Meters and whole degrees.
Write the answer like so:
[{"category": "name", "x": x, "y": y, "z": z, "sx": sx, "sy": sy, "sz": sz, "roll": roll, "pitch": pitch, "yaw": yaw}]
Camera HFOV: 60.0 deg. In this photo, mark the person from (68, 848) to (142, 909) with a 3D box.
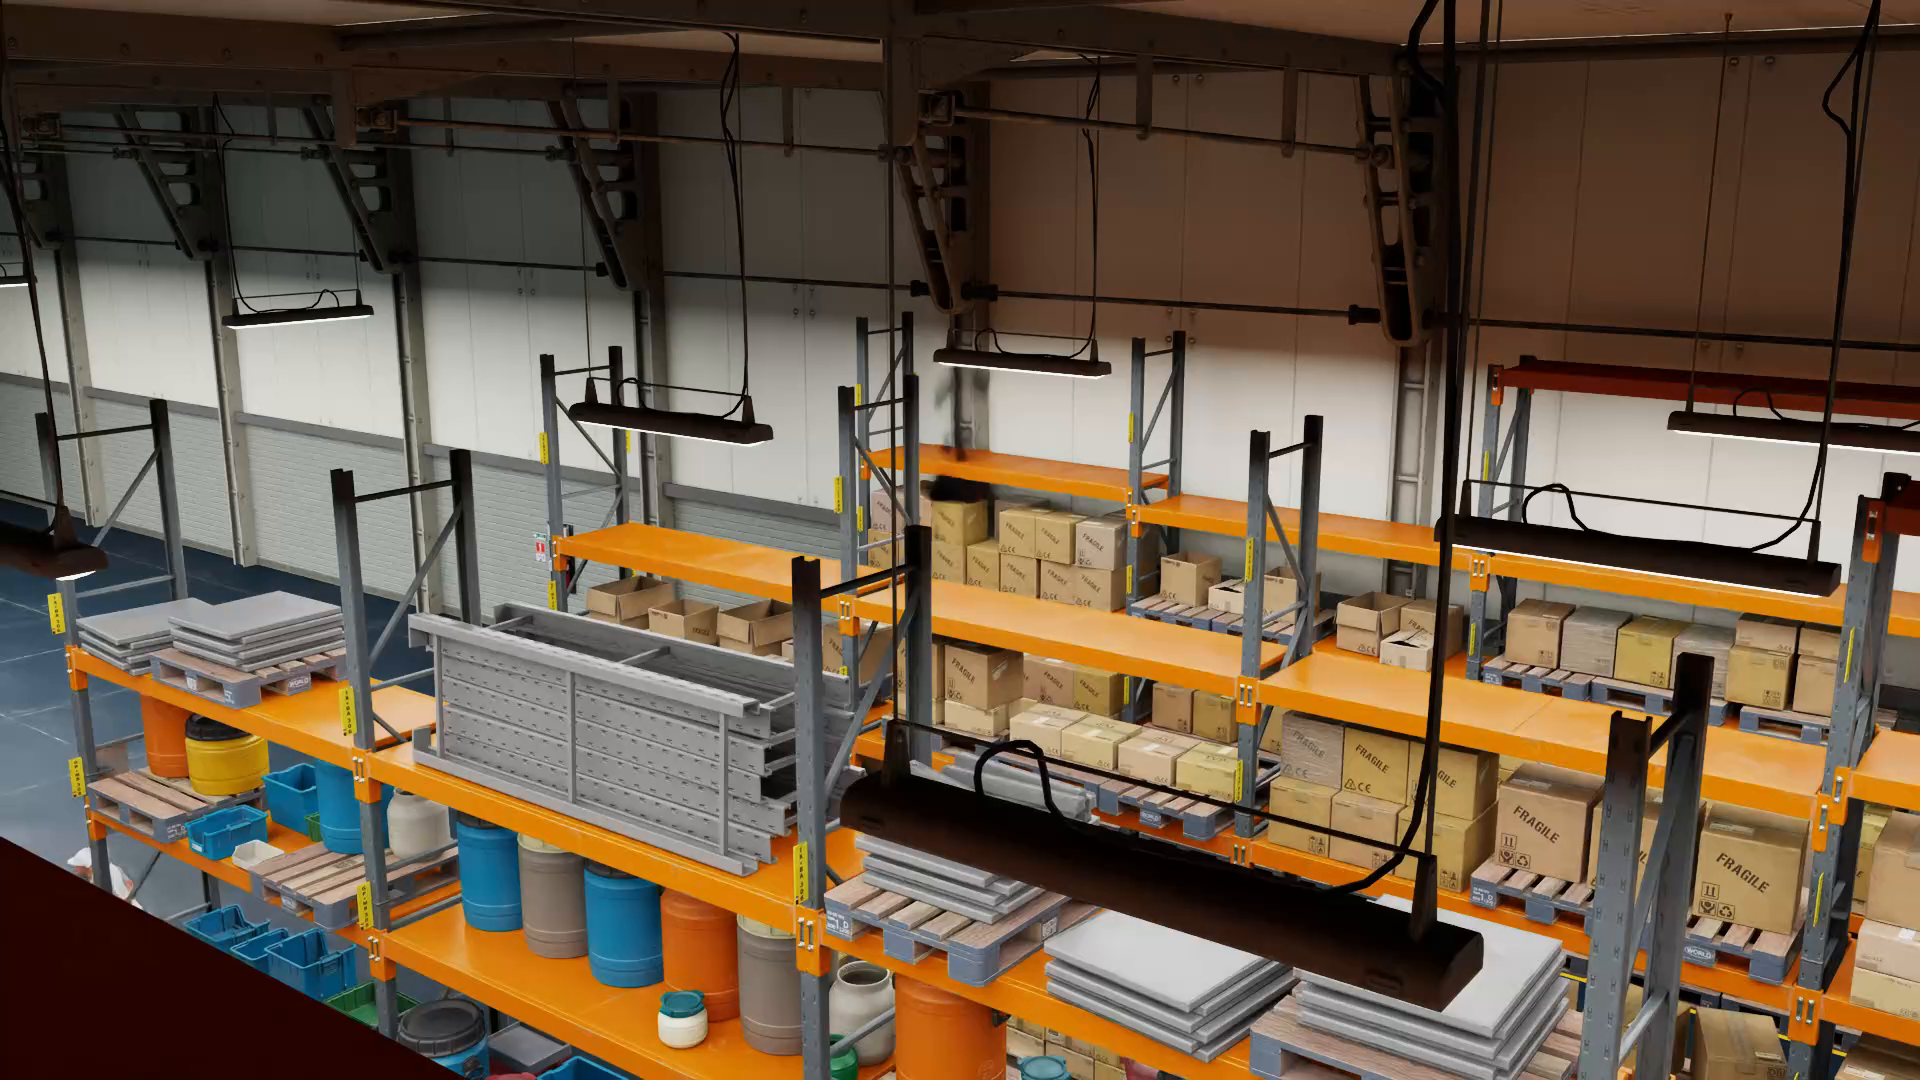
[{"category": "person", "x": -7.821, "y": 3.680, "z": 15.709, "sx": 0.929, "sy": 1.723, "sz": 0.660, "roll": -5, "pitch": 14, "yaw": -22}]
